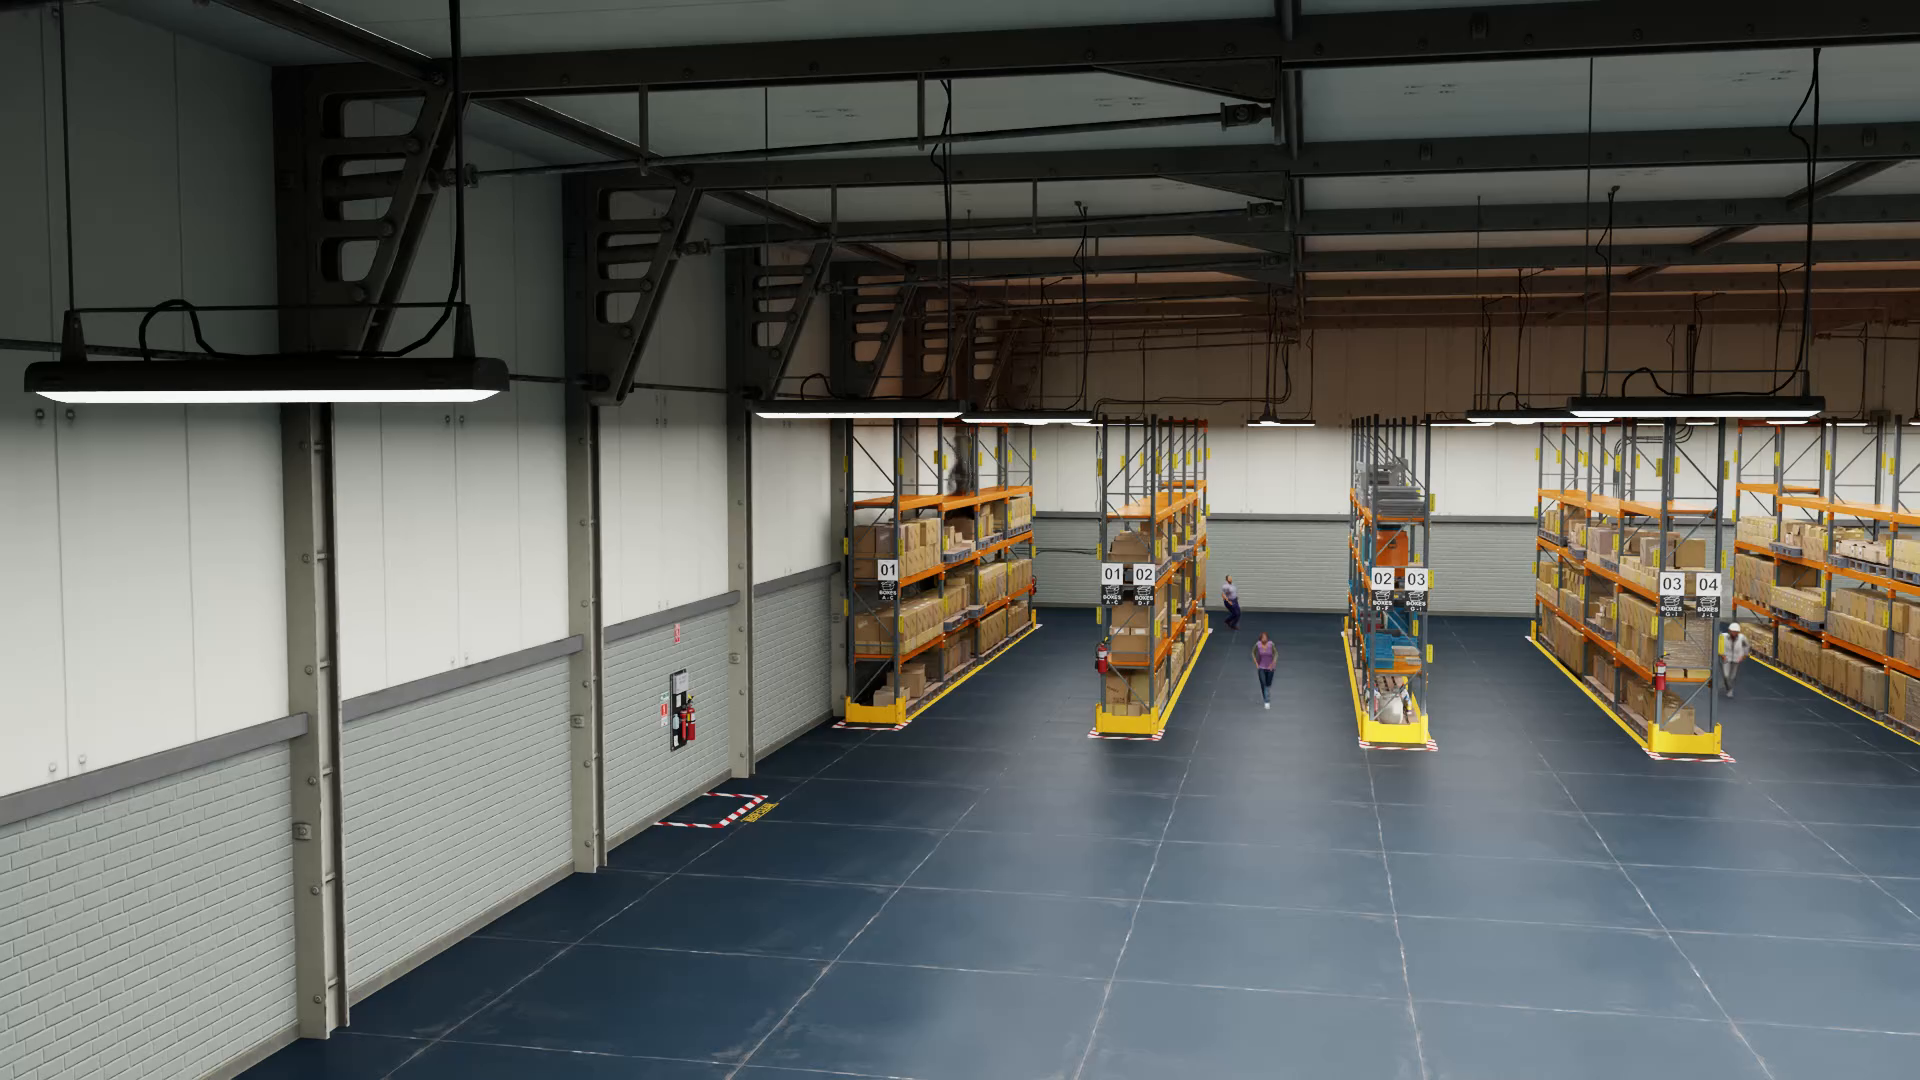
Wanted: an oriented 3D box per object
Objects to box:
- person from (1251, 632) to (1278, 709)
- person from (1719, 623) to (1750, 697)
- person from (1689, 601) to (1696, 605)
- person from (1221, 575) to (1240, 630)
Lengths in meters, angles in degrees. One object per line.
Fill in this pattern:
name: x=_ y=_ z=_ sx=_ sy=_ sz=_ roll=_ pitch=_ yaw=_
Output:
person: x=6.300 y=2.669 z=34.433 sx=0.538 sy=1.583 sz=0.885 roll=0 pitch=4 yaw=5
person: x=16.559 y=2.554 z=35.649 sx=0.676 sy=1.623 sz=0.954 roll=1 pitch=4 yaw=18
person: x=19.836 y=1.878 z=44.807 sx=0.544 sy=1.741 sz=0.741 roll=-2 pitch=4 yaw=-26
person: x=7.739 y=1.785 z=47.488 sx=0.490 sy=1.589 sz=0.641 roll=4 pitch=5 yaw=43
